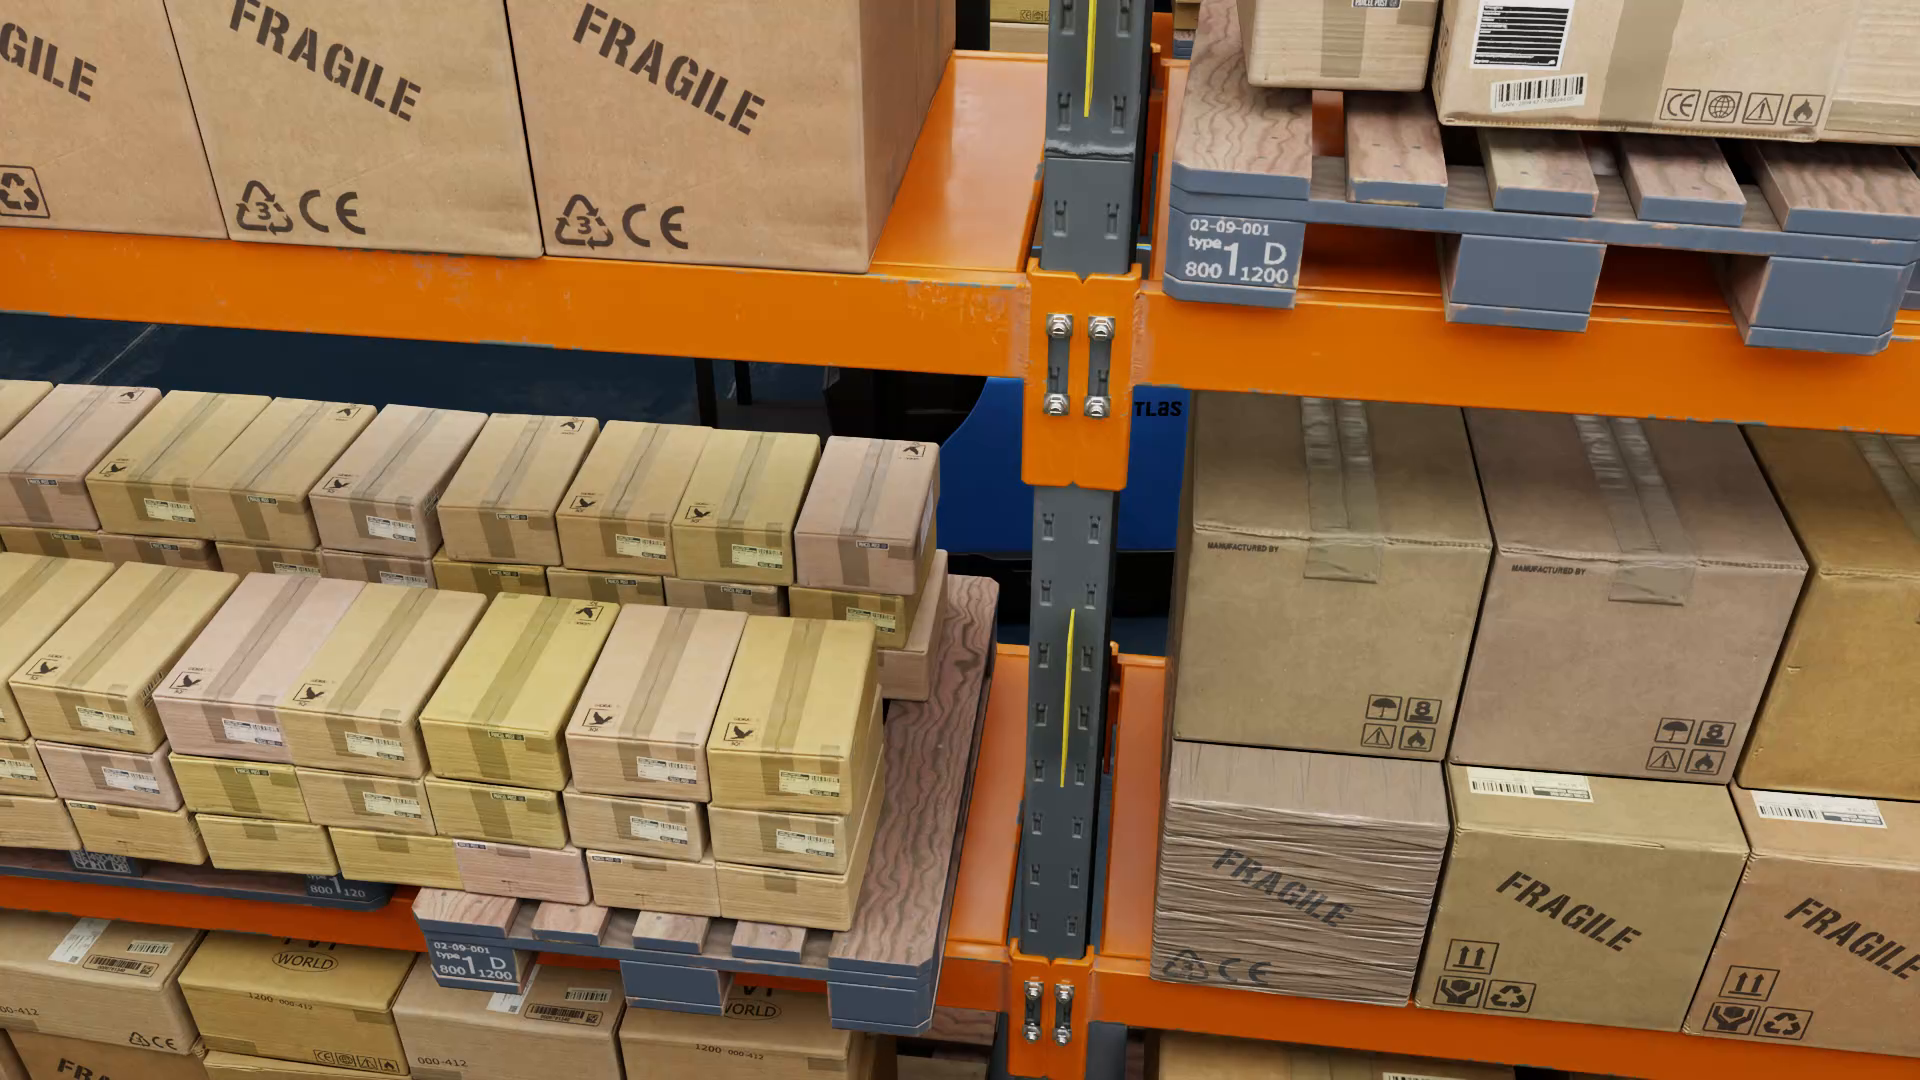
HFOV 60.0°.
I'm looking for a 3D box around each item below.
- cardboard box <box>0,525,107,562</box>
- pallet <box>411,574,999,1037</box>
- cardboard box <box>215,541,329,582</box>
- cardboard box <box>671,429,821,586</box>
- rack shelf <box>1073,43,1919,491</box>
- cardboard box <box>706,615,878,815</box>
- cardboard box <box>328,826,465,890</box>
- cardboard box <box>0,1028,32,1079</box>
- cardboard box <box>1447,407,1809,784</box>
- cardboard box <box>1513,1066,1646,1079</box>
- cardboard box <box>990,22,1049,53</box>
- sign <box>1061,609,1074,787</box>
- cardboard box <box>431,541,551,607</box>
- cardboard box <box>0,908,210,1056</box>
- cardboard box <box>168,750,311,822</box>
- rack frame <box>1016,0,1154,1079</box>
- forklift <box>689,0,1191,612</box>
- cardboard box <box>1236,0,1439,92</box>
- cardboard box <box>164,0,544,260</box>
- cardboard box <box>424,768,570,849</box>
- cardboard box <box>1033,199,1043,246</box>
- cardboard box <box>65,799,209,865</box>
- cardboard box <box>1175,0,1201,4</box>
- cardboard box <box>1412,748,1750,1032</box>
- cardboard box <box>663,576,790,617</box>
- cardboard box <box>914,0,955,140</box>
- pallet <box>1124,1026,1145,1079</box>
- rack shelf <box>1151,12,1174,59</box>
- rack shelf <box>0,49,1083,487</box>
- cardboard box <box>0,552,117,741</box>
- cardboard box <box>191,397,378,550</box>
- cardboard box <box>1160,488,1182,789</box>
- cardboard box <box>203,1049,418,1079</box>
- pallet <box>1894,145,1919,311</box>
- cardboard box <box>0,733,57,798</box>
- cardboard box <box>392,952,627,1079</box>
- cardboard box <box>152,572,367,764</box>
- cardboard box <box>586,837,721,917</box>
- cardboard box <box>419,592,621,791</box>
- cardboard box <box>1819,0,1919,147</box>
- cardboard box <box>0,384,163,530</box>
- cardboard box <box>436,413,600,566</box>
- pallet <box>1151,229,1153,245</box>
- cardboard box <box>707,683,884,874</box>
[{"bbox_3d":[-1.995,-0.075,3.872,0.250,0.149,0.380,4,36,6],"label":"cardboard box"},{"bbox_3d":[-0.476,0.486,3.652,1.003,0.211,1.213,4,36,6],"label":"pallet"},{"bbox_3d":[-1.487,-0.036,3.818,0.250,0.149,0.380,4,36,6],"label":"cardboard box"},{"bbox_3d":[-0.456,-0.076,3.617,0.250,0.149,0.380,3,36,5],"label":"cardboard box"},{"bbox_3d":[2.228,-0.381,2.739,4.000,0.370,1.077,4,36,6],"label":"rack shelf"},{"bbox_3d":[-0.300,0.316,3.067,0.250,0.149,0.380,3,36,4],"label":"cardboard box"},{"bbox_3d":[-1.051,0.500,3.322,0.250,0.149,0.380,4,36,5],"label":"cardboard box"},{"bbox_3d":[-2.499,1.195,4.283,0.500,0.500,0.500,6,36,8],"label":"cardboard box"},{"bbox_3d":[1.190,0.027,3.183,0.500,0.500,0.700,4,36,5],"label":"cardboard box"},{"bbox_3d":[1.705,1.304,3.916,0.750,0.750,1.050,5,36,7],"label":"cardboard box"},{"bbox_3d":[0.240,-2.287,7.502,0.500,0.250,0.500,3,36,4],"label":"cardboard box"},{"bbox_3d":[0.185,0.273,2.856,0.005,0.325,0.100,4,36,6],"label":"sign"},{"bbox_3d":[-0.994,0.003,3.763,0.250,0.149,0.380,4,36,6],"label":"cardboard box"},{"bbox_3d":[-1.990,0.930,4.010,0.500,0.250,0.500,6,36,8],"label":"cardboard box"},{"bbox_3d":[-1.324,0.360,3.262,0.250,0.149,0.380,4,36,6],"label":"cardboard box"},{"bbox_3d":[0.245,0.399,3.609,0.127,3.000,1.000,4,36,6],"label":"rack frame"},{"bbox_3d":[-0.622,-1.186,5.889,3.031,2.935,1.130,-1,36,-1],"label":"forklift"},{"bbox_3d":[0.555,-0.814,2.495,0.250,0.149,0.380,3,36,4],"label":"cardboard box"},{"bbox_3d":[-0.852,-0.788,2.604,0.500,0.500,0.500,4,36,6],"label":"cardboard box"},{"bbox_3d":[-0.830,0.398,3.208,0.250,0.149,0.380,5,36,7],"label":"cardboard box"},{"bbox_3d":[0.100,-1.866,8.249,0.875,0.875,0.875,4,36,6],"label":"cardboard box"},{"bbox_3d":[-1.575,0.461,3.377,0.250,0.149,0.380,5,36,7],"label":"cardboard box"},{"bbox_3d":[1.192,-2.627,7.144,0.500,0.500,0.500,3,36,5],"label":"cardboard box"},{"bbox_3d":[1.160,0.583,3.265,0.500,0.500,0.500,4,36,6],"label":"cardboard box"},{"bbox_3d":[-0.479,0.039,3.712,0.250,0.149,0.380,6,36,8],"label":"cardboard box"},{"bbox_3d":[-0.288,-1.058,2.982,0.500,0.500,0.500,4,36,6],"label":"cardboard box"},{"bbox_3d":[1.017,1.636,4.276,1.213,0.211,1.003,4,36,6],"label":"pallet"},{"bbox_3d":[2.758,-2.020,7.617,4.000,0.370,1.077,4,36,6],"label":"rack shelf"},{"bbox_3d":[-1.739,-0.677,3.154,4.000,0.370,1.077,4,36,6],"label":"rack shelf"},{"bbox_3d":[-1.840,0.200,3.231,0.250,0.149,0.380,5,36,7],"label":"cardboard box"},{"bbox_3d":[-1.493,-0.154,3.726,0.250,0.149,0.380,5,36,7],"label":"cardboard box"},{"bbox_3d":[0.725,0.237,3.750,0.500,0.500,0.500,4,36,6],"label":"cardboard box"},{"bbox_3d":[-1.483,1.277,4.168,0.500,0.500,0.500,3,36,4],"label":"cardboard box"},{"bbox_3d":[1.999,-0.647,2.655,1.213,0.211,1.003,6,36,8],"label":"pallet"},{"bbox_3d":[-1.839,0.322,3.315,0.250,0.149,0.380,4,36,5],"label":"cardboard box"},{"bbox_3d":[-0.970,1.010,3.898,0.500,0.250,0.500,5,36,7],"label":"cardboard box"},{"bbox_3d":[-1.312,0.238,3.177,0.250,0.149,0.380,4,36,6],"label":"cardboard box"},{"bbox_3d":[-0.549,0.539,3.267,0.250,0.149,0.380,4,36,6],"label":"cardboard box"},{"bbox_3d":[-0.809,0.277,3.122,0.250,0.149,0.380,5,36,7],"label":"cardboard box"},{"bbox_3d":[1.431,-0.755,2.325,0.500,0.250,0.500,5,36,7],"label":"cardboard box"},{"bbox_3d":[-2.007,-0.194,3.782,0.250,0.149,0.380,3,36,4],"label":"cardboard box"},{"bbox_3d":[-0.961,-0.116,3.674,0.250,0.149,0.380,3,36,4],"label":"cardboard box"},{"bbox_3d":[1.550,-1.267,8.343,1.213,0.211,1.003,4,36,6],"label":"pallet"},{"bbox_3d":[-0.303,0.435,3.157,0.250,0.149,0.380,5,36,7],"label":"cardboard box"}]
